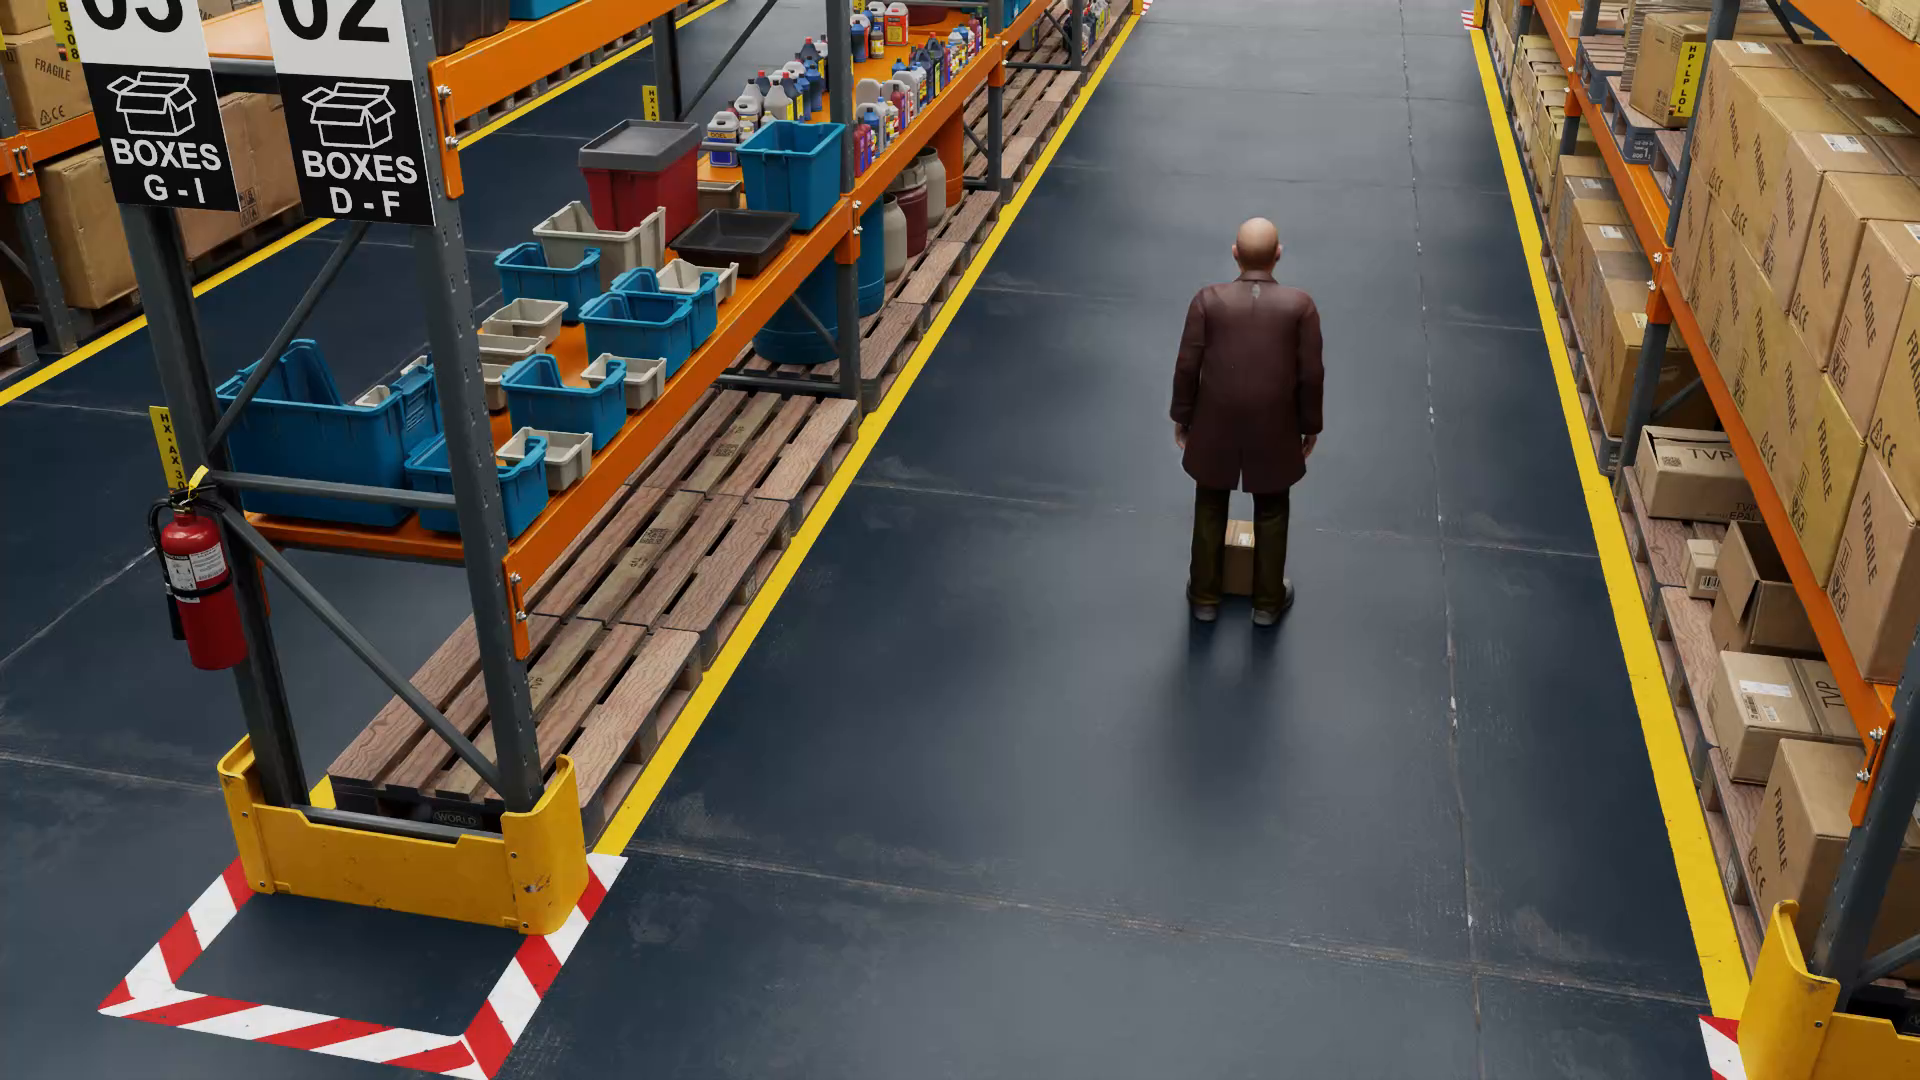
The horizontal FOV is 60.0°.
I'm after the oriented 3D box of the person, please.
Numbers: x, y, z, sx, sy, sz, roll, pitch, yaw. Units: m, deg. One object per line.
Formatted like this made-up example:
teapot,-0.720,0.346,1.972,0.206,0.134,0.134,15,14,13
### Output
person,1.206,-0.481,7.028,0.644,1.774,0.424,6,29,11
